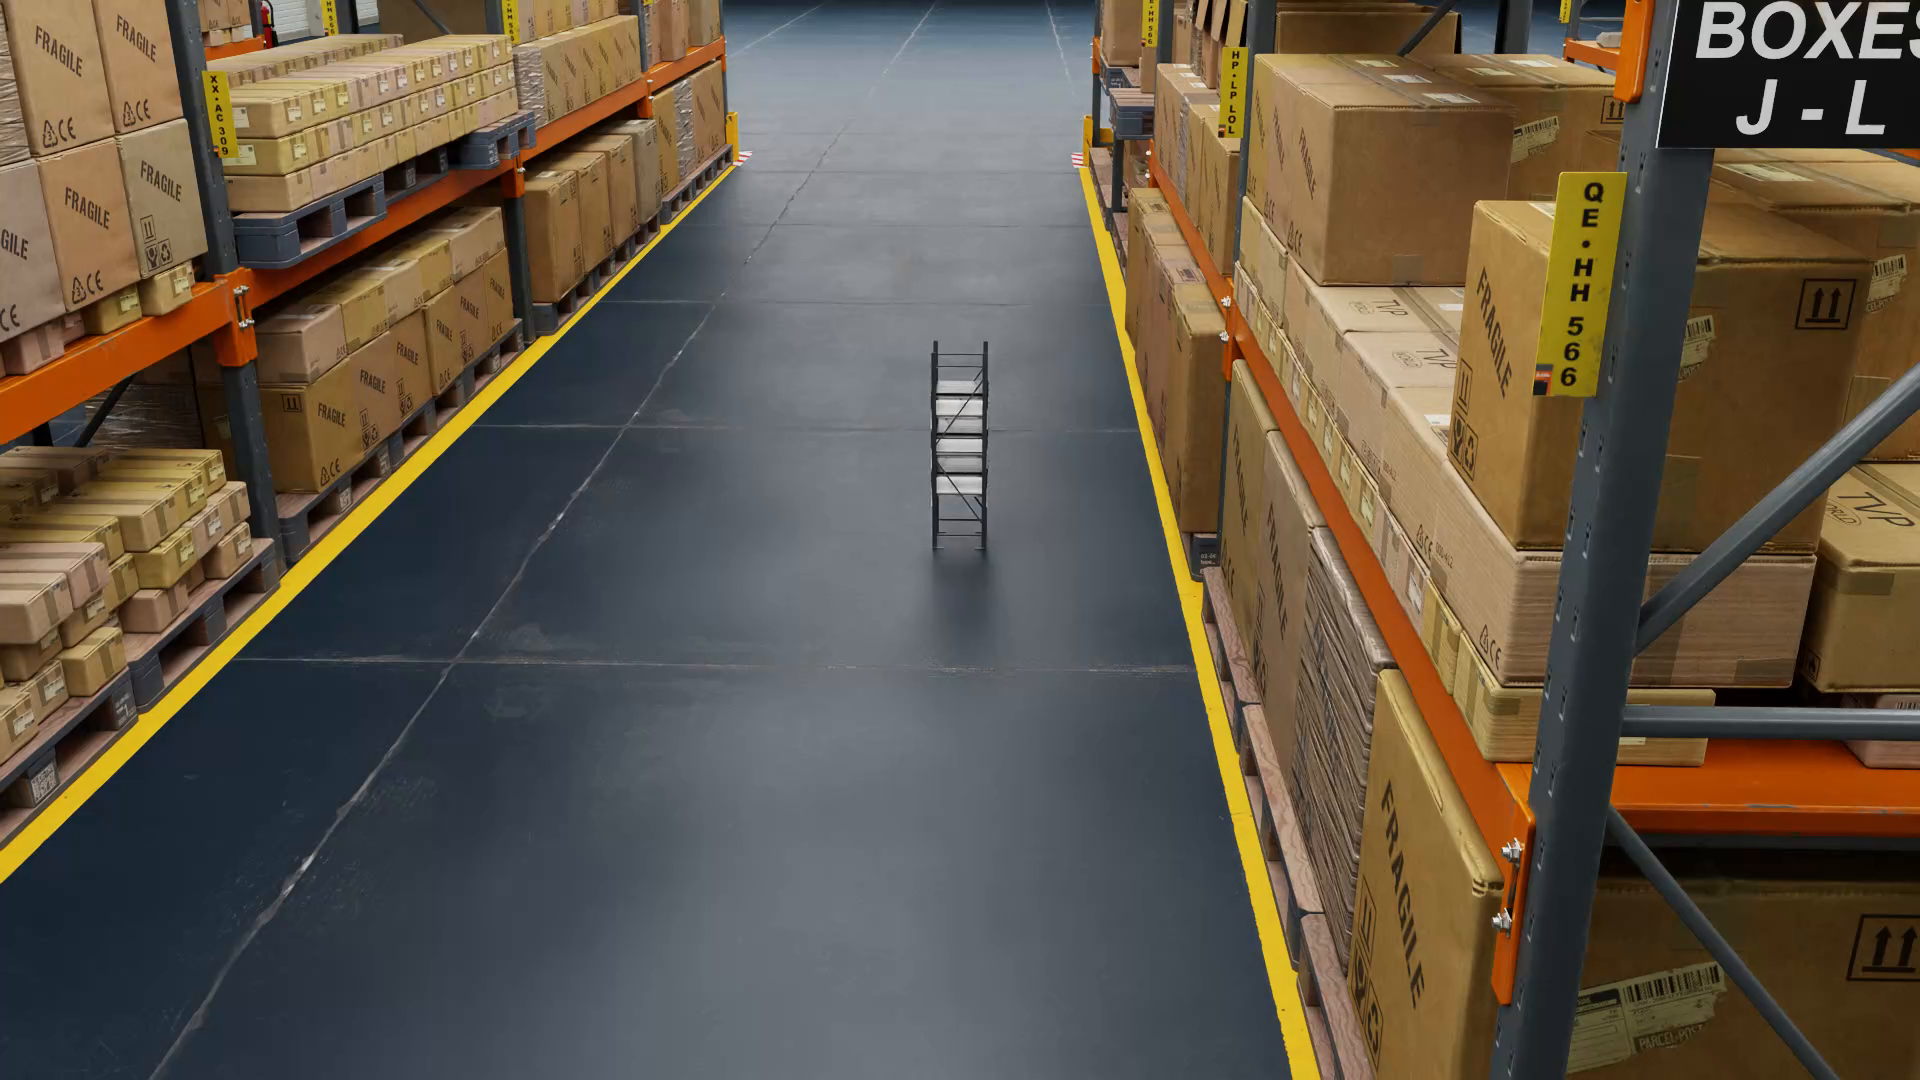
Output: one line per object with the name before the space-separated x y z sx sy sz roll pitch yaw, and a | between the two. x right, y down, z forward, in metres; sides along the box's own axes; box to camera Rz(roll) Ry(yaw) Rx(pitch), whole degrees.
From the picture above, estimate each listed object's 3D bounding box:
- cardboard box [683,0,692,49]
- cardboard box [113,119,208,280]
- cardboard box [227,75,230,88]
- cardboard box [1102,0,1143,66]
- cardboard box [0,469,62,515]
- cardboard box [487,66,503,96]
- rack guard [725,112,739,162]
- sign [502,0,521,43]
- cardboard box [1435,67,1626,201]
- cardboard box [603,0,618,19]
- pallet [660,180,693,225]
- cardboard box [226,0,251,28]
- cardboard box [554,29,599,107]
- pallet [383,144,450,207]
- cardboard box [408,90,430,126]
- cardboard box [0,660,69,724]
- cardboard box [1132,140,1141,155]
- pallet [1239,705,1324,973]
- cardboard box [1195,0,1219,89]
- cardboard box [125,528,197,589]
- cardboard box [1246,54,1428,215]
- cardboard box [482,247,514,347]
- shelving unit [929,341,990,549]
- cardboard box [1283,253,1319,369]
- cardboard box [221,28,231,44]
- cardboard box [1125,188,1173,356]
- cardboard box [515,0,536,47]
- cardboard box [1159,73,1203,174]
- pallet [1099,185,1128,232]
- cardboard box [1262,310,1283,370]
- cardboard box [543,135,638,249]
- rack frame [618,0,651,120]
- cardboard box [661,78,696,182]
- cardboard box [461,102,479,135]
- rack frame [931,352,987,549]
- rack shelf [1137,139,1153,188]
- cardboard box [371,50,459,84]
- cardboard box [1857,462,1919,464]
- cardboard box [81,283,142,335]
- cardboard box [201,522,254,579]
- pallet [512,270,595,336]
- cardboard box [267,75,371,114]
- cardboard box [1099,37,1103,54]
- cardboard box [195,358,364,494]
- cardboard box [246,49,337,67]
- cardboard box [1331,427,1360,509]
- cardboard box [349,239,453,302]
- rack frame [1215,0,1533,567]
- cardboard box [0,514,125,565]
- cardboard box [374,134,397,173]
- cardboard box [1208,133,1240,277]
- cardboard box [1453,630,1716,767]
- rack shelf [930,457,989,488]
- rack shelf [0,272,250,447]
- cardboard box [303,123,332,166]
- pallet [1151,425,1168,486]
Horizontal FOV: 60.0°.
cardboard box | -3.137 -5.114 16.355 0.875 0.550 0.550 1 21 2
cardboard box | -3.130 -1.247 6.048 0.500 0.500 0.500 1 21 2
cardboard box | -3.556 -2.029 7.556 0.380 0.149 0.250 1 21 1
cardboard box | 1.636 -4.231 12.877 1.000 1.000 1.000 1 21 2
cardboard box | -3.683 -0.163 6.340 0.380 0.149 0.250 2 21 4
cardboard box | -2.843 -2.624 9.499 0.380 0.149 0.250 1 21 4
rack guard | -3.032 -4.422 18.235 1.175 0.500 0.348 1 21 2
sign | -2.734 -3.187 10.104 0.100 0.325 0.005 1 21 2
cardboard box | 1.790 -1.217 5.278 0.500 0.500 0.500 1 21 2
cardboard box | -3.164 -4.466 13.371 0.700 0.500 0.500 0 21 1
pallet | -3.053 -3.107 15.244 1.003 0.211 1.213 1 21 2
cardboard box | -7.725 -5.583 17.221 0.500 0.500 0.500 0 21 1
cardboard box | -2.947 -3.439 12.106 0.500 0.500 0.500 0 21 1
pallet | -3.296 -1.881 8.495 1.003 0.211 1.213 1 21 2
cardboard box | -2.881 -2.160 8.306 0.380 0.149 0.250 0 21 1
cardboard box | -3.176 0.507 5.437 0.380 0.149 0.250 1 21 3
cardboard box | 1.862 -3.423 15.080 0.500 0.500 0.500 8 22 19
pallet | 1.421 0.867 5.002 1.003 0.211 1.213 1 21 2
cardboard box | 1.617 -2.610 8.583 0.797 0.503 0.637 1 21 3
cardboard box | -3.076 0.067 6.159 0.380 0.149 0.250 0 21 0
cardboard box | 1.286 -1.397 5.742 0.500 0.500 0.500 1 21 2
cardboard box | -3.035 -1.476 10.061 0.500 0.500 0.500 1 21 1
shelving unit | 0.000 -0.417 7.359 0.258 0.900 0.210 1 21 2
cardboard box | 1.250 -0.684 4.940 0.500 0.250 0.500 1 21 3
cardboard box | -7.707 -5.157 17.020 0.380 0.149 0.250 0 21 1
cardboard box | 1.636 -1.551 9.737 1.225 0.875 0.875 0 21 -1
cardboard box | -3.239 -3.544 10.996 0.700 0.500 0.500 0 21 1
cardboard box | 1.378 -2.283 9.127 0.500 0.500 0.500 0 21 0
pallet | 1.785 -2.985 14.930 1.003 0.211 1.213 1 21 2
cardboard box | 1.193 -0.643 5.387 0.380 0.149 0.250 0 21 0
cardboard box | -3.117 -2.705 12.884 1.050 0.750 0.750 1 21 2
rack frame | -3.155 -4.133 14.033 1.000 3.000 0.127 1 21 2
cardboard box | -3.042 -3.890 15.766 0.875 0.875 0.875 1 21 2
cardboard box | -2.860 -2.309 9.099 0.380 0.149 0.250 0 21 1
rack frame | -0.003 -0.380 7.264 0.240 0.900 0.006 1 21 2
rack shelf | 1.739 -2.983 12.065 1.077 0.370 4.000 1 21 2
cardboard box | -2.869 -2.491 8.746 0.380 0.149 0.250 1 21 2
cardboard box | 1.729 -0.130 3.514 0.500 0.250 0.500 0 21 1
cardboard box | -3.140 -0.827 5.860 0.380 0.149 0.250 1 21 4
cardboard box | -3.069 0.039 6.643 0.380 0.149 0.250 1 21 2
pallet | -3.177 -1.671 11.543 1.003 0.211 1.213 1 21 2
cardboard box | -2.904 -2.017 7.526 0.380 0.149 0.250 0 21 1
cardboard box | 1.532 -4.729 15.917 0.380 0.149 0.250 1 21 2
cardboard box | -3.110 -0.535 7.636 0.500 0.500 0.500 1 21 4
cardboard box | -3.516 -2.498 8.765 0.380 0.149 0.250 2 21 4
cardboard box | 1.154 -0.181 4.196 0.380 0.149 0.250 1 21 2
cardboard box | -3.071 -1.450 8.957 0.500 0.250 0.500 1 21 3
rack frame | 1.557 -1.149 6.344 1.000 3.000 0.127 1 21 2
cardboard box | -3.203 0.023 5.861 0.380 0.149 0.250 1 21 3
cardboard box | -2.896 -1.830 7.864 0.380 0.149 0.250 0 21 -1
cardboard box | 1.298 -1.368 6.769 0.500 0.500 0.500 1 21 2
cardboard box | 1.117 0.282 3.003 0.380 0.149 0.250 1 21 3
rack shelf | 0.000 -0.302 7.403 0.258 0.077 0.200 1 21 2
rack shelf | -3.459 -0.182 4.845 1.077 0.370 4.000 1 21 2
cardboard box | -2.920 -1.689 7.090 0.380 0.149 0.250 0 21 1
pallet | 1.539 -0.571 8.709 1.003 0.211 1.213 1 21 2
